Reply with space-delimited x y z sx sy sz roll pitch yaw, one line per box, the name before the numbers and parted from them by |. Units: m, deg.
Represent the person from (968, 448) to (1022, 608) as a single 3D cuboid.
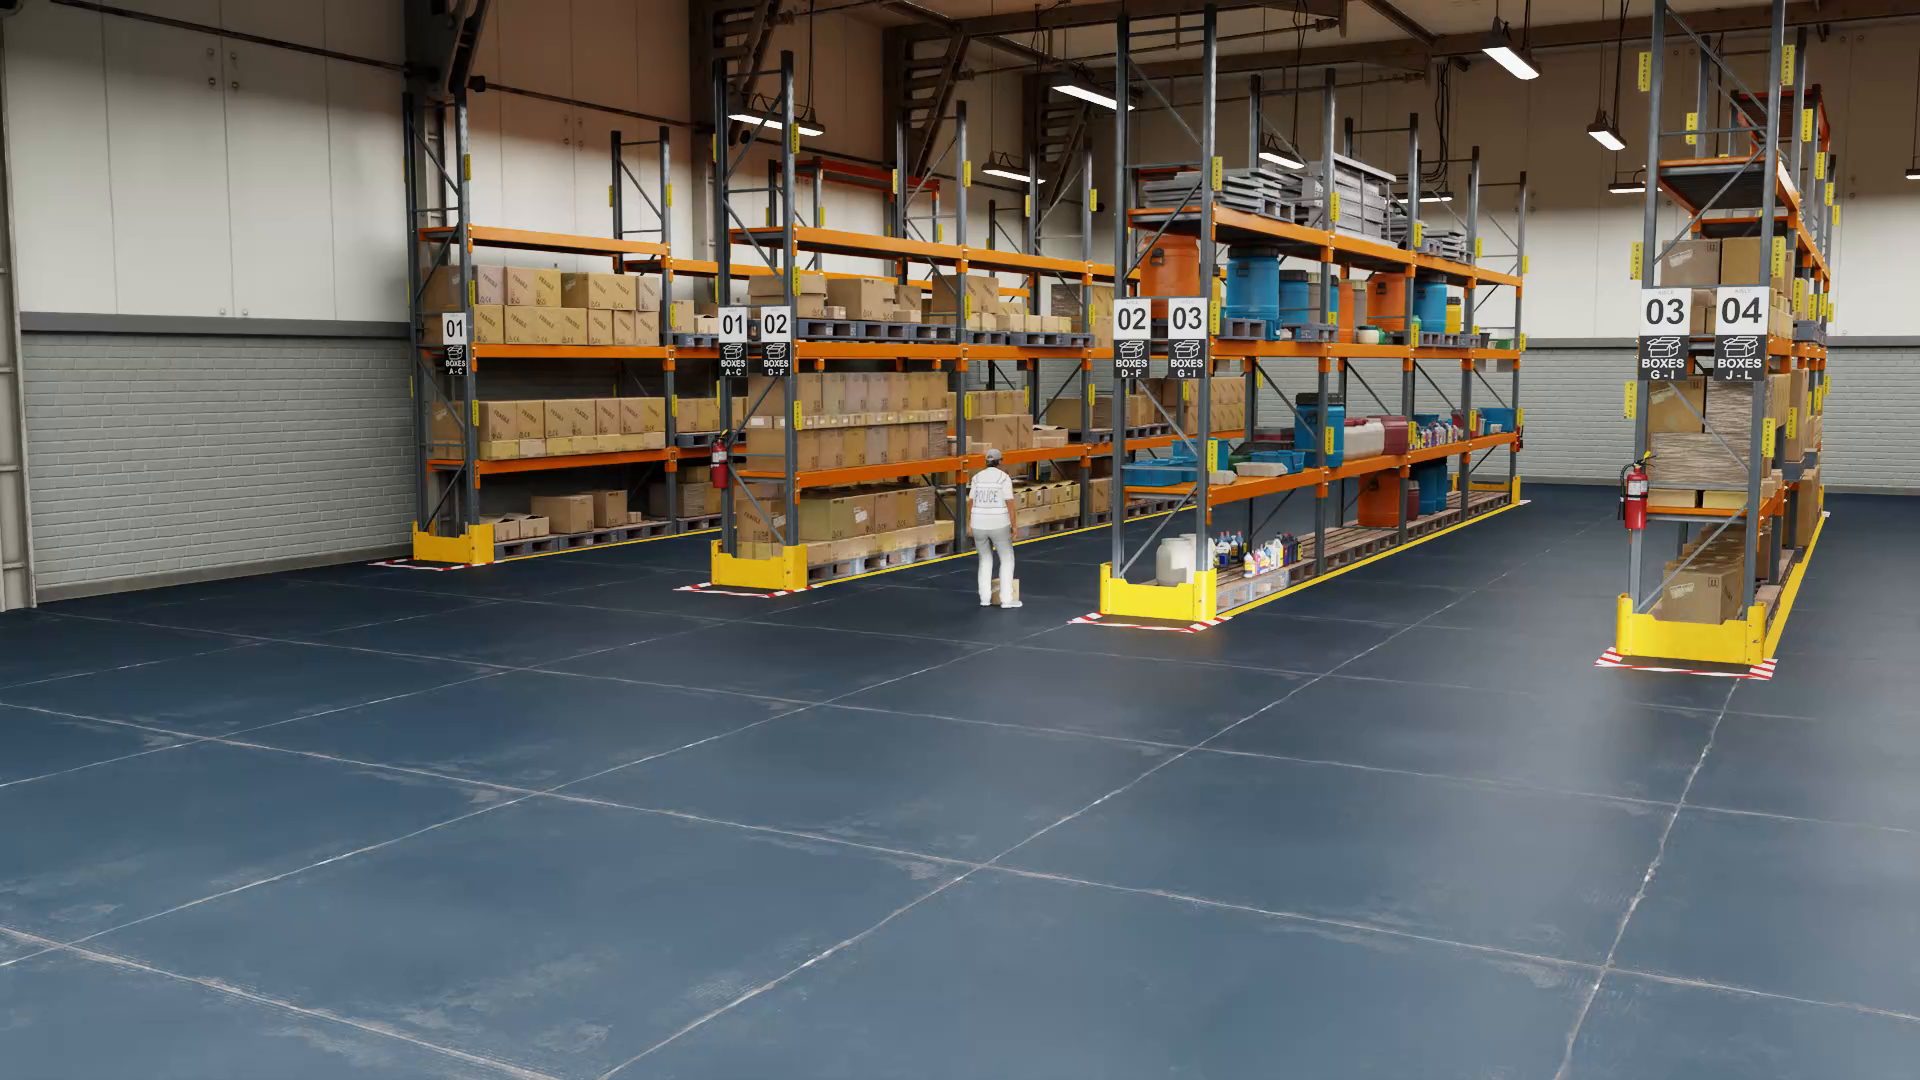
person | 0.364 -0.129 17.549 0.563 1.667 0.463 3 7 26
